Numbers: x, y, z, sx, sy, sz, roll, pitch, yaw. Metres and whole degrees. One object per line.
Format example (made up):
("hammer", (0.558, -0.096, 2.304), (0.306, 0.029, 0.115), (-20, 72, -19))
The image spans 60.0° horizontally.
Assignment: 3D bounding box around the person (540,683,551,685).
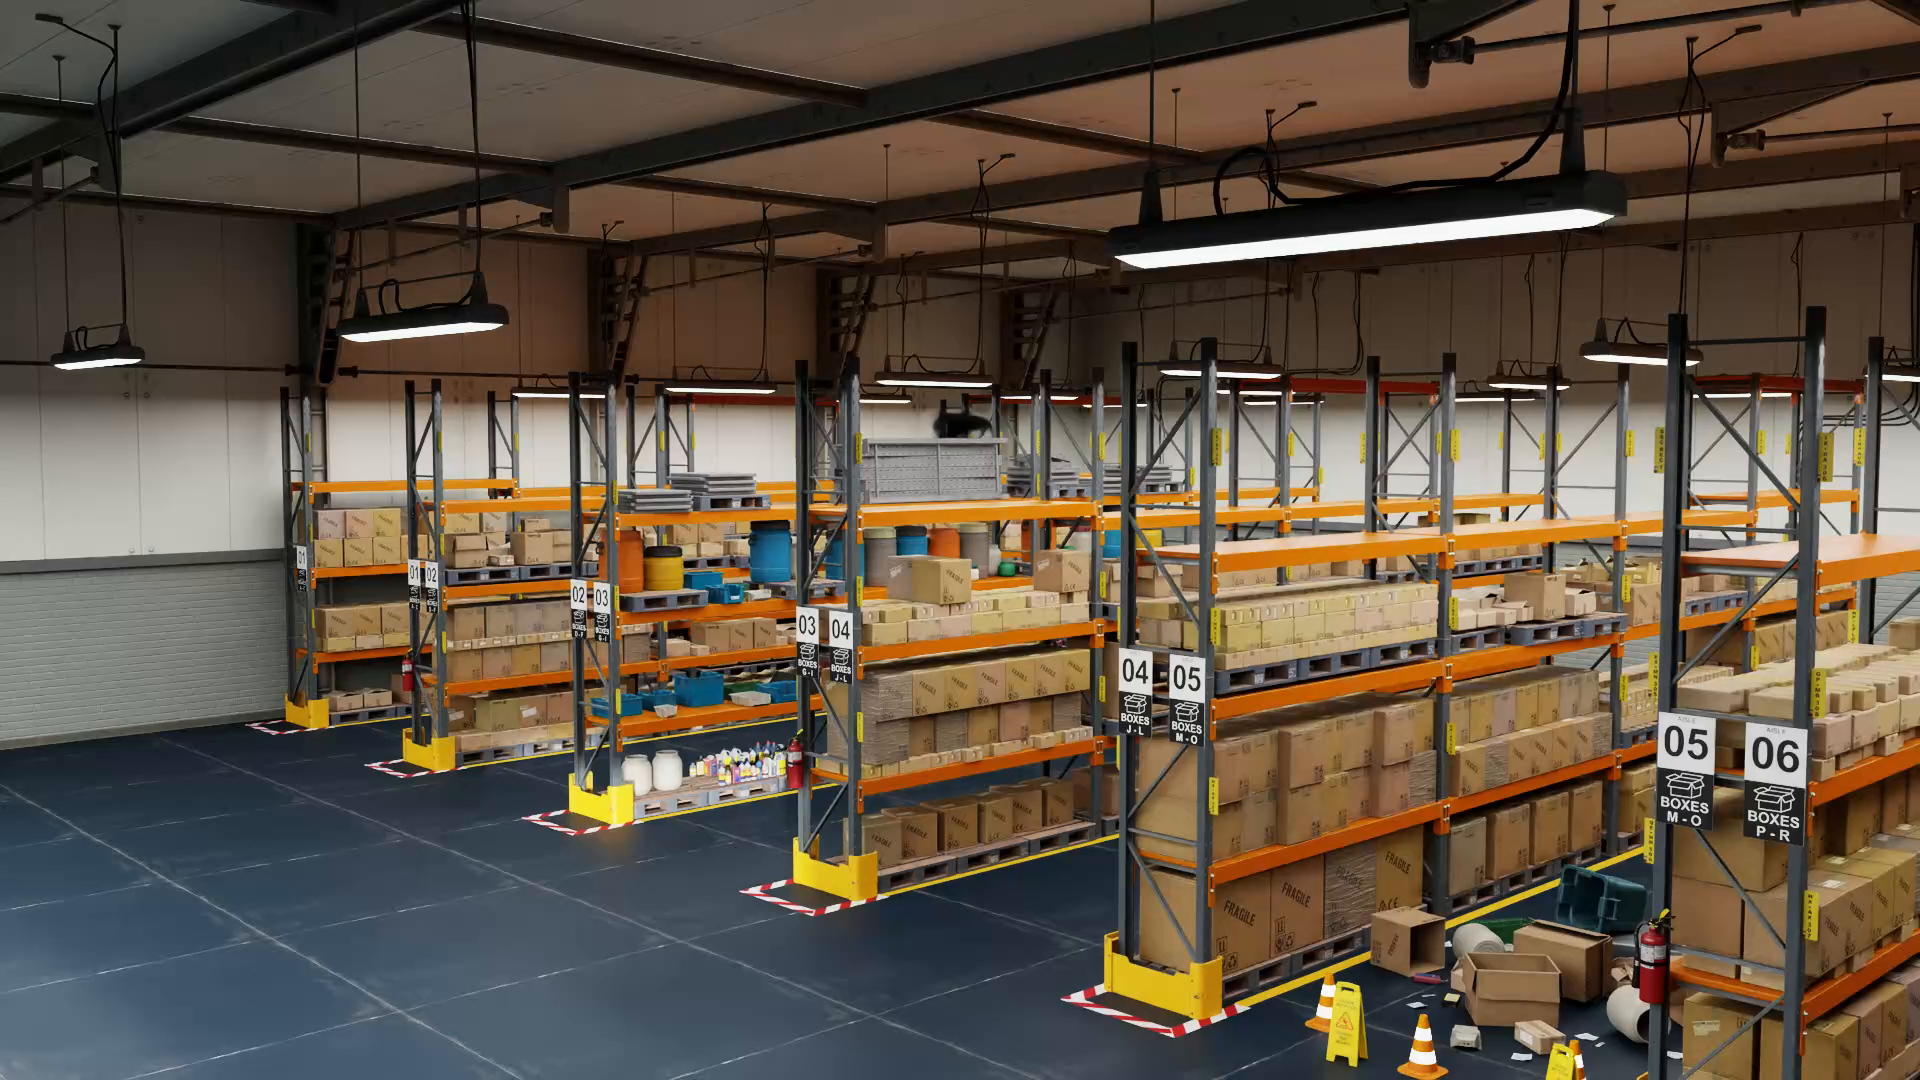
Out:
("person", (-7.256, 2.420, 29.269), (0.681, 1.775, 1.125), (3, 5, 41))
